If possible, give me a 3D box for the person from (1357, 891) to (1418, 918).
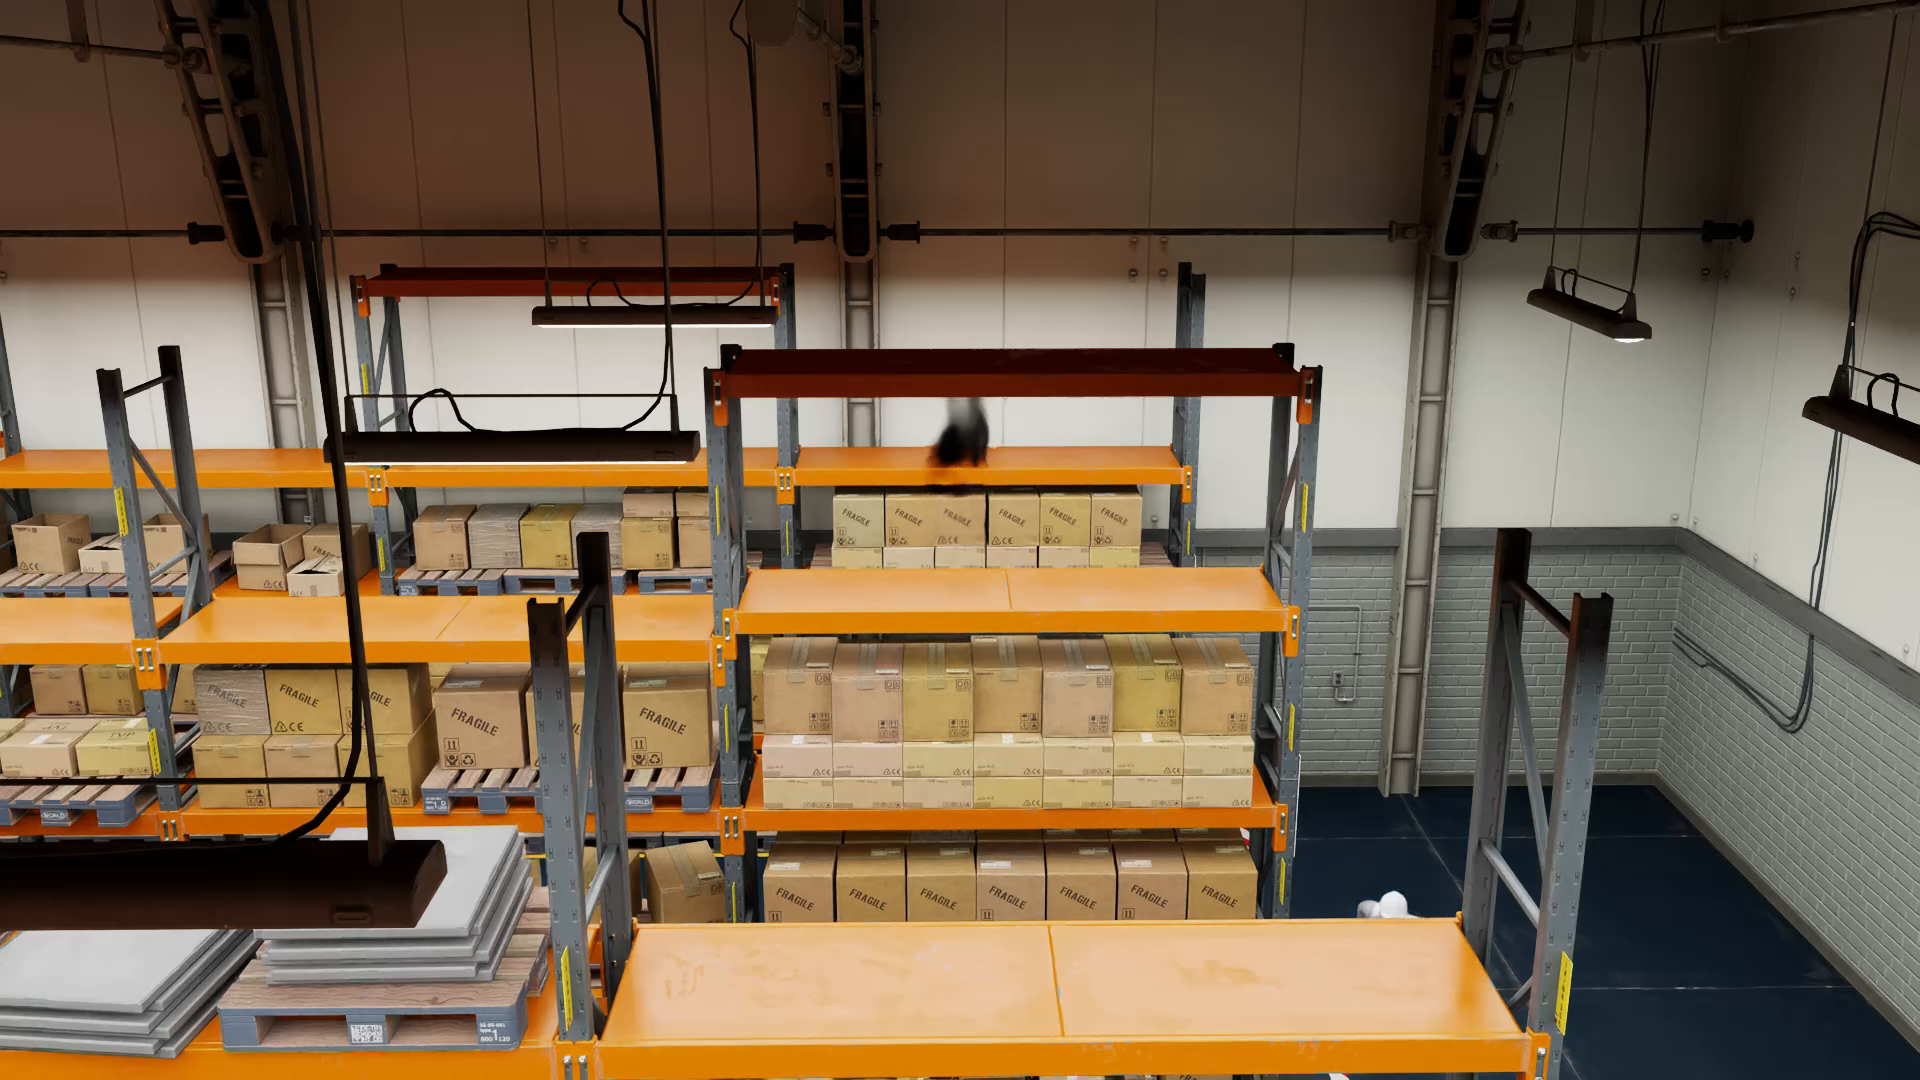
[{"bbox_3d":[3.572,3.470,13.750,0.641,1.593,1.094,6,17,20],"label":"person"}]
